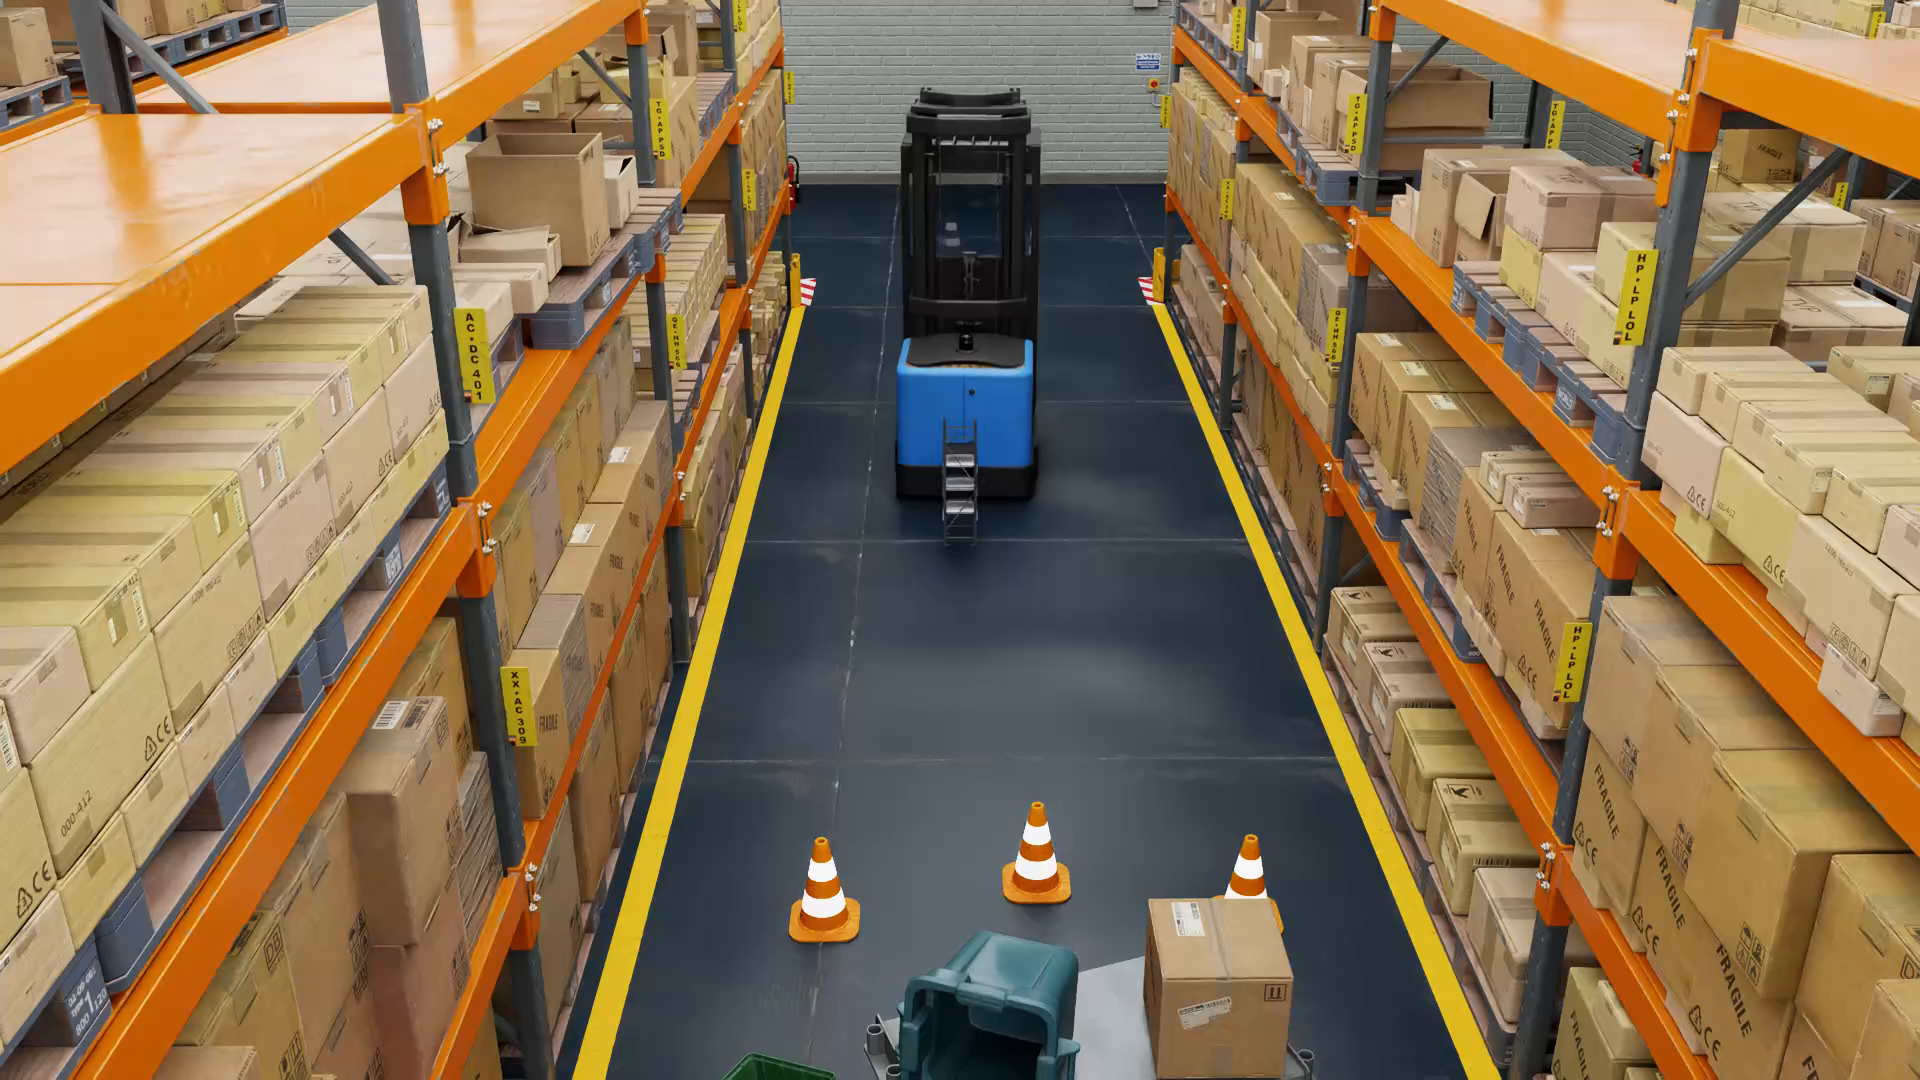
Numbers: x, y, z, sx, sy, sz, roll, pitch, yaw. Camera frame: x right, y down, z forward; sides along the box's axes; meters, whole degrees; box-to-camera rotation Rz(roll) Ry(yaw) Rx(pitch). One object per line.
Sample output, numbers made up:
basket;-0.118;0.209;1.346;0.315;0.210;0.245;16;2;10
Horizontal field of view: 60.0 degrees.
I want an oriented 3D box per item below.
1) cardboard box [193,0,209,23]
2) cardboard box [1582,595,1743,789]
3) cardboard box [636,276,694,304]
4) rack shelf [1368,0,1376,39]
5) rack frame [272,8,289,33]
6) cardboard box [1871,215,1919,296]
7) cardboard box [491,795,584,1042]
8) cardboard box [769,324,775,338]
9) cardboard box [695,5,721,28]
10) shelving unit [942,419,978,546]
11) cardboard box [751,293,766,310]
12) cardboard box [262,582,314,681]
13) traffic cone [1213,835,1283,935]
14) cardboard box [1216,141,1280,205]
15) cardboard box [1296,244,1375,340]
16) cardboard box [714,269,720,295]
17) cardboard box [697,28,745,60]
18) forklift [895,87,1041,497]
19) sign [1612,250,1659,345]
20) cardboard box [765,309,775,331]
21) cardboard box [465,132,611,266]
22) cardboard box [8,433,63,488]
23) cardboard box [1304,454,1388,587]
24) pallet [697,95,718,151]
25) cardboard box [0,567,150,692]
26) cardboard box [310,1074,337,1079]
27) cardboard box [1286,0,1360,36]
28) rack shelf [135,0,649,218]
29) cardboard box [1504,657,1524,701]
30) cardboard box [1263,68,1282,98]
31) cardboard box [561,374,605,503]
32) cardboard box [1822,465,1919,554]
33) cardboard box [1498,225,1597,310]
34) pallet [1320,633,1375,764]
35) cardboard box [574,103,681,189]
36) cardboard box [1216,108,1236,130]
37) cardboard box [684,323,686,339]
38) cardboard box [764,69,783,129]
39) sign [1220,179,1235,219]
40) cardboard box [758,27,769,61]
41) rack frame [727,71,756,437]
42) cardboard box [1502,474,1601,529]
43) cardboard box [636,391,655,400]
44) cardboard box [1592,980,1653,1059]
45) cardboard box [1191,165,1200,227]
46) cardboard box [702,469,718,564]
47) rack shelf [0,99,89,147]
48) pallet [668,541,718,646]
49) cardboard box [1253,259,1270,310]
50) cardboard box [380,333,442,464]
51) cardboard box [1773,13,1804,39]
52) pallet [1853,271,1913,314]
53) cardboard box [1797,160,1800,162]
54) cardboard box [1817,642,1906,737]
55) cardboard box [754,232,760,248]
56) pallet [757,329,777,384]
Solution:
cardboard box;-7.243;-4.917;14.972;0.700;0.500;0.500;-2;24;-4
cardboard box;2.587;0.519;5.650;0.700;0.500;0.500;-1;24;-1
cardboard box;-2.021;-1.692;11.307;0.380;0.149;0.250;0;24;1
rack shelf;2.733;-3.722;10.802;1.077;0.370;4.000;0;24;-1
rack frame;-7.241;-3.927;17.175;1.000;3.000;0.127;0;24;-1
cardboard box;7.462;-2.170;12.660;0.700;0.500;0.500;0;24;0
cardboard box;-2.247;1.616;7.141;1.050;0.750;0.750;0;24;-1
cardboard box;-1.982;-2.050;15.975;0.380;0.149;0.250;0;24;0
cardboard box;-1.998;-4.088;12.983;0.380;0.149;0.250;-1;24;-2
shelving unit;0.000;-0.413;11.955;0.258;0.900;0.210;0;24;-1
cardboard box;-2.025;-2.209;15.606;0.380;0.149;0.250;0;24;0
cardboard box;-1.810;0.222;4.037;0.380;0.149;0.250;0;24;-1
traffic cone;1.385;1.625;7.979;0.336;0.463;0.334;0;24;-1
cardboard box;2.430;-3.017;13.830;0.500;0.500;0.500;0;24;-1
cardboard box;2.474;-1.599;10.694;0.500;0.500;0.500;0;24;0
cardboard box;-2.031;-1.963;12.630;0.380;0.149;0.250;0;24;-1
cardboard box;-2.002;-3.985;13.239;0.500;0.250;0.500;1;24;1
forklift;0.095;-2.229;13.505;1.130;2.935;3.031;1;24;2
sign;2.244;-0.804;5.526;0.100;0.325;0.005;0;24;-1
cardboard box;-1.949;-2.072;15.665;0.380;0.149;0.250;0;24;0
cardboard box;-1.894;-1.545;7.517;0.500;0.500;0.500;0;24;-1
cardboard box;-2.473;-0.243;4.098;0.380;0.149;0.250;0;24;0
cardboard box;2.831;-0.183;10.966;0.875;0.875;0.875;0;24;-1
pallet;-2.322;-2.858;11.400;1.213;0.211;1.003;0;24;-1
cardboard box;-1.804;0.171;3.183;0.380;0.149;0.250;-1;24;-1
cardboard box;-2.111;1.789;4.357;0.875;0.550;0.500;0;24;-1
cardboard box;2.915;-4.215;13.422;0.500;0.500;0.500;0;24;0
rack shelf;-2.172;-2.010;7.016;1.077;0.370;4.000;0;24;-1
cardboard box;2.532;0.577;7.012;0.380;0.149;0.250;-1;24;-2
cardboard box;2.375;-3.252;11.817;0.380;0.166;0.250;-2;24;-4
cardboard box;-2.184;-0.507;8.280;0.700;0.500;0.500;-1;24;-1
cardboard box;2.531;-0.084;4.377;0.380;0.149;0.250;-1;24;-2
cardboard box;2.643;-1.175;7.123;0.500;0.250;0.500;0;24;0
pallet;2.762;0.918;9.848;1.003;0.211;1.213;0;24;-1
cardboard box;-1.934;-2.260;9.728;0.500;0.500;0.500;0;24;-1
cardboard box;2.443;-3.664;14.473;0.380;0.149;0.250;0;24;-1
cardboard box;-2.012;-1.349;10.910;0.380;0.149;0.250;0;24;0
cardboard box;-2.027;-4.356;16.430;0.500;0.500;0.500;-1;24;-2
sign;2.157;-2.750;13.428;0.100;0.325;0.005;0;24;-1
cardboard box;-1.981;-4.386;14.732;0.500;0.250;0.500;1;24;2
rack frame;-2.237;-2.259;13.488;1.000;3.000;0.127;0;24;-1
cardboard box;2.547;-0.168;7.085;0.380;0.149;0.250;-1;24;-2
cardboard box;-1.996;-0.873;10.219;0.380;0.149;0.250;-1;24;-1
cardboard box;2.477;1.694;5.878;0.380;0.149;0.250;0;24;0
cardboard box;2.429;-3.193;15.433;0.500;0.500;0.500;1;24;1
cardboard box;-1.955;-0.163;11.377;0.500;0.500;0.500;0;24;0
rack shelf;-7.176;-2.493;11.239;1.077;0.370;4.000;0;24;-1
pallet;-2.200;0.338;11.130;1.003;0.211;1.213;0;24;-1
cardboard box;2.447;-1.877;12.219;0.500;0.250;0.500;0;24;0
cardboard box;-1.888;-0.432;4.998;0.500;0.250;0.500;-1;24;-1
cardboard box;7.409;-4.404;14.411;0.500;0.250;0.500;0;24;1
pallet;7.575;-1.930;12.993;1.003;0.211;1.213;0;24;-1
cardboard box;7.906;-3.661;16.410;0.500;0.250;0.500;0;24;0
cardboard box;2.483;0.383;4.312;0.380;0.149;0.250;-1;24;-2
cardboard box;-1.980;-2.695;14.756;0.380;0.149;0.250;0;24;0
pallet;-2.296;-1.769;15.789;1.003;0.211;1.213;0;24;-1
